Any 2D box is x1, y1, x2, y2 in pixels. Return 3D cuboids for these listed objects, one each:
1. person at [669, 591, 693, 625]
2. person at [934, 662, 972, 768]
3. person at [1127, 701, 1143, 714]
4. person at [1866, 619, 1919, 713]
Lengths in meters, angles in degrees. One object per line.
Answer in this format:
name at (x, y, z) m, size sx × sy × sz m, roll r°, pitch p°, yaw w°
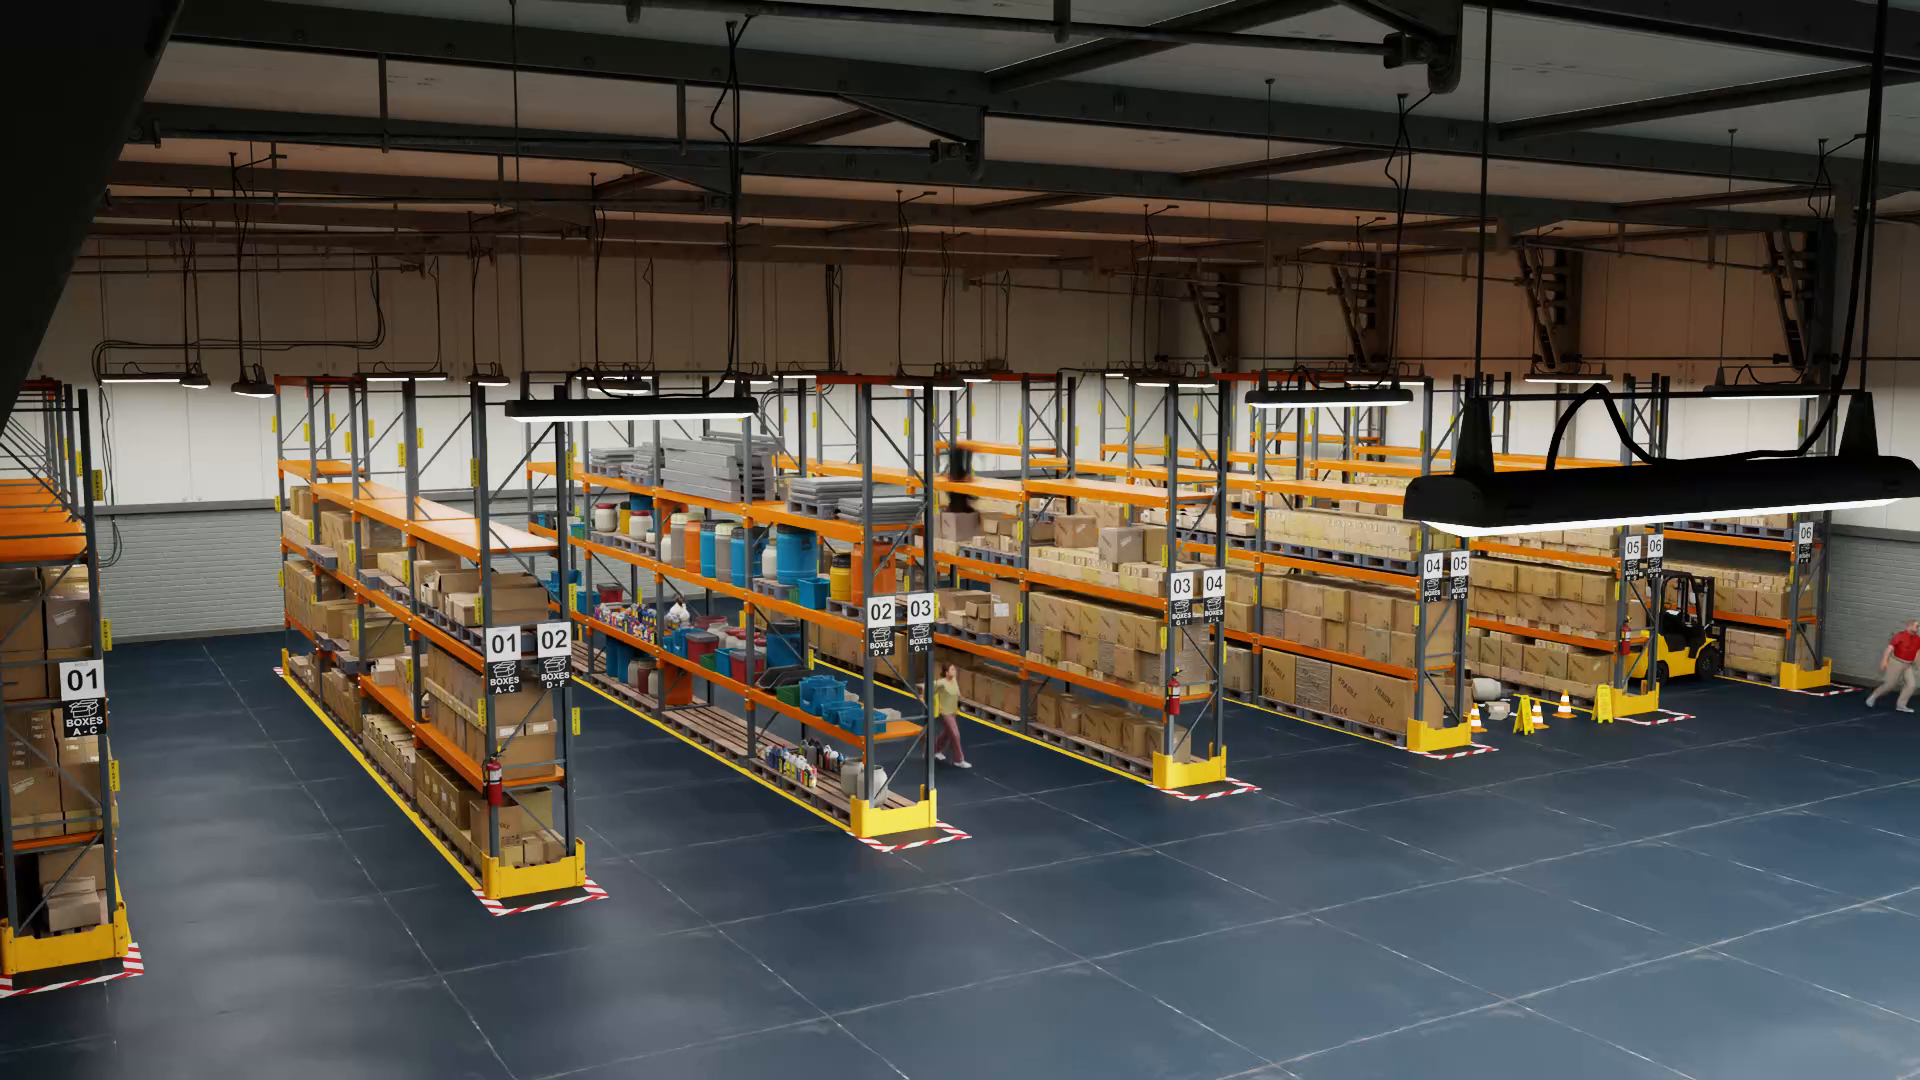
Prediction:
person at (-5.698, 1.839, 33.639) m, size 0.834 × 1.658 × 0.624 m, roll 4°, pitch 7°, yaw 30°
person at (-0.215, 2.683, 25.729) m, size 0.859 × 1.640 × 0.578 m, roll 4°, pitch 7°, yaw 33°
person at (3.191, 2.284, 29.015) m, size 0.732 × 1.755 × 0.846 m, roll -3°, pitch 7°, yaw -24°
person at (16.839, 2.230, 29.913) m, size 0.750 × 1.667 × 0.728 m, roll -2°, pitch 7°, yaw -20°
